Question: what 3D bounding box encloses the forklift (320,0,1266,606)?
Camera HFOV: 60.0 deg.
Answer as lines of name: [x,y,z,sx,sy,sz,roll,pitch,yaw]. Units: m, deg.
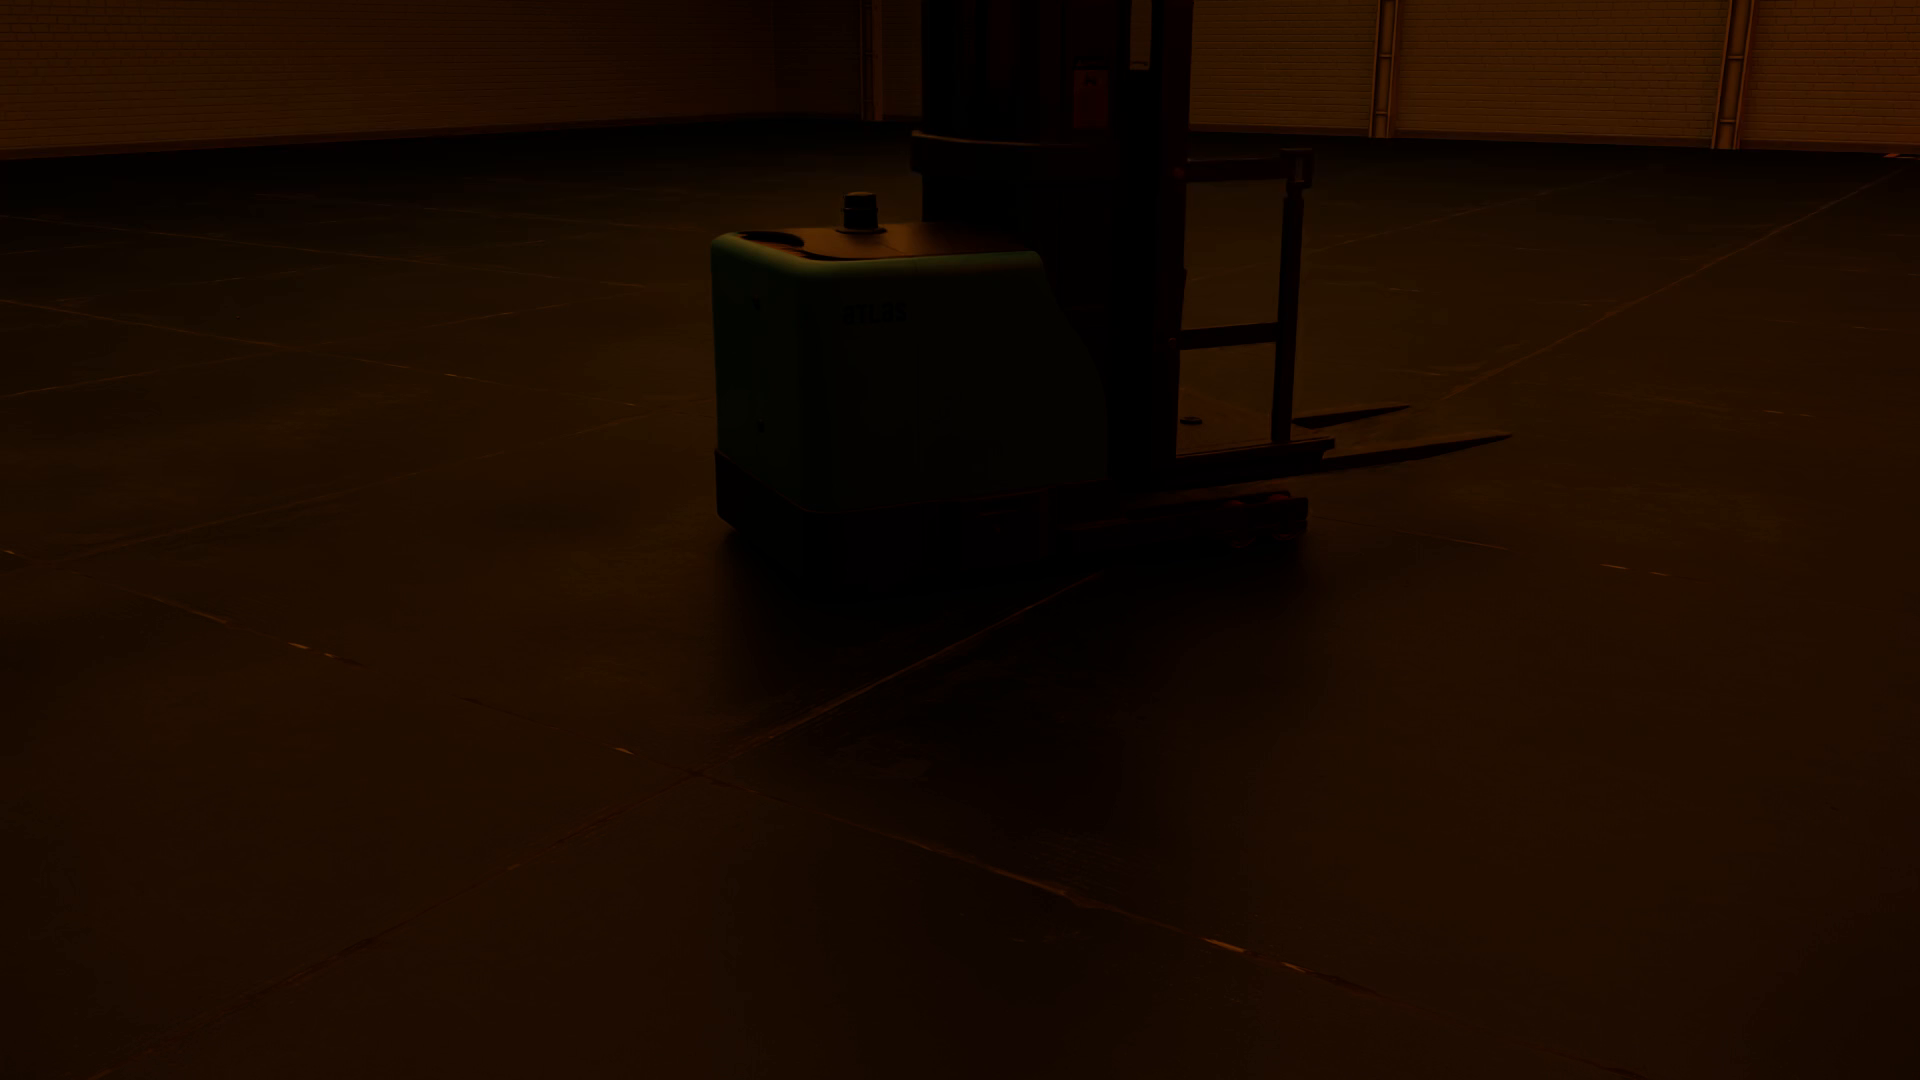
forklift: [-0.564,-1.362,5.389,3.031,2.935,1.130,-4,17,-12]
